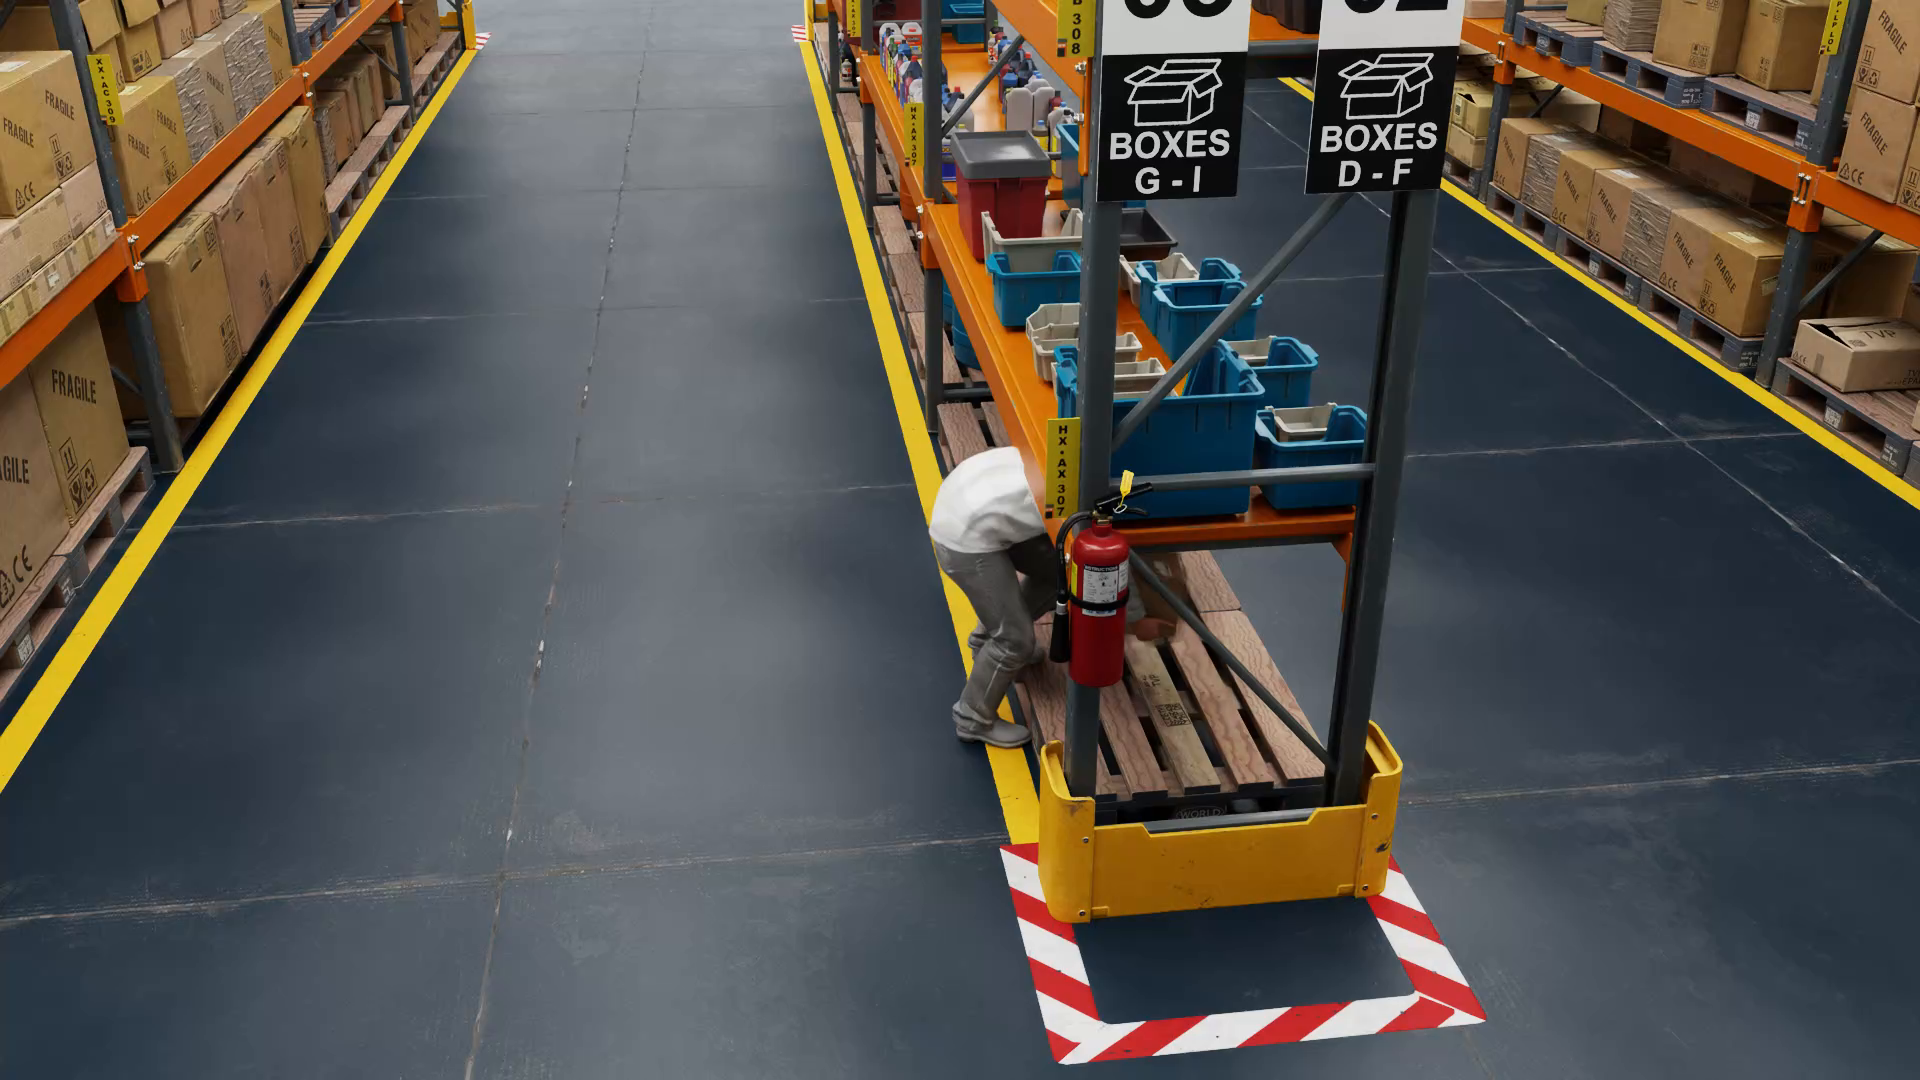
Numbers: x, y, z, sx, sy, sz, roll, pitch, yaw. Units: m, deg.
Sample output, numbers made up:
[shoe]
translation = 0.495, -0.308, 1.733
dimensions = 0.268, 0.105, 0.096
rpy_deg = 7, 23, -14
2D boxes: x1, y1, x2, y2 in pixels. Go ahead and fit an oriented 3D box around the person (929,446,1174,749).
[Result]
[person]
translation = 0.362, 0.123, 6.314
dimensions = 0.936, 1.352, 0.496
rpy_deg = 3, 27, 7
